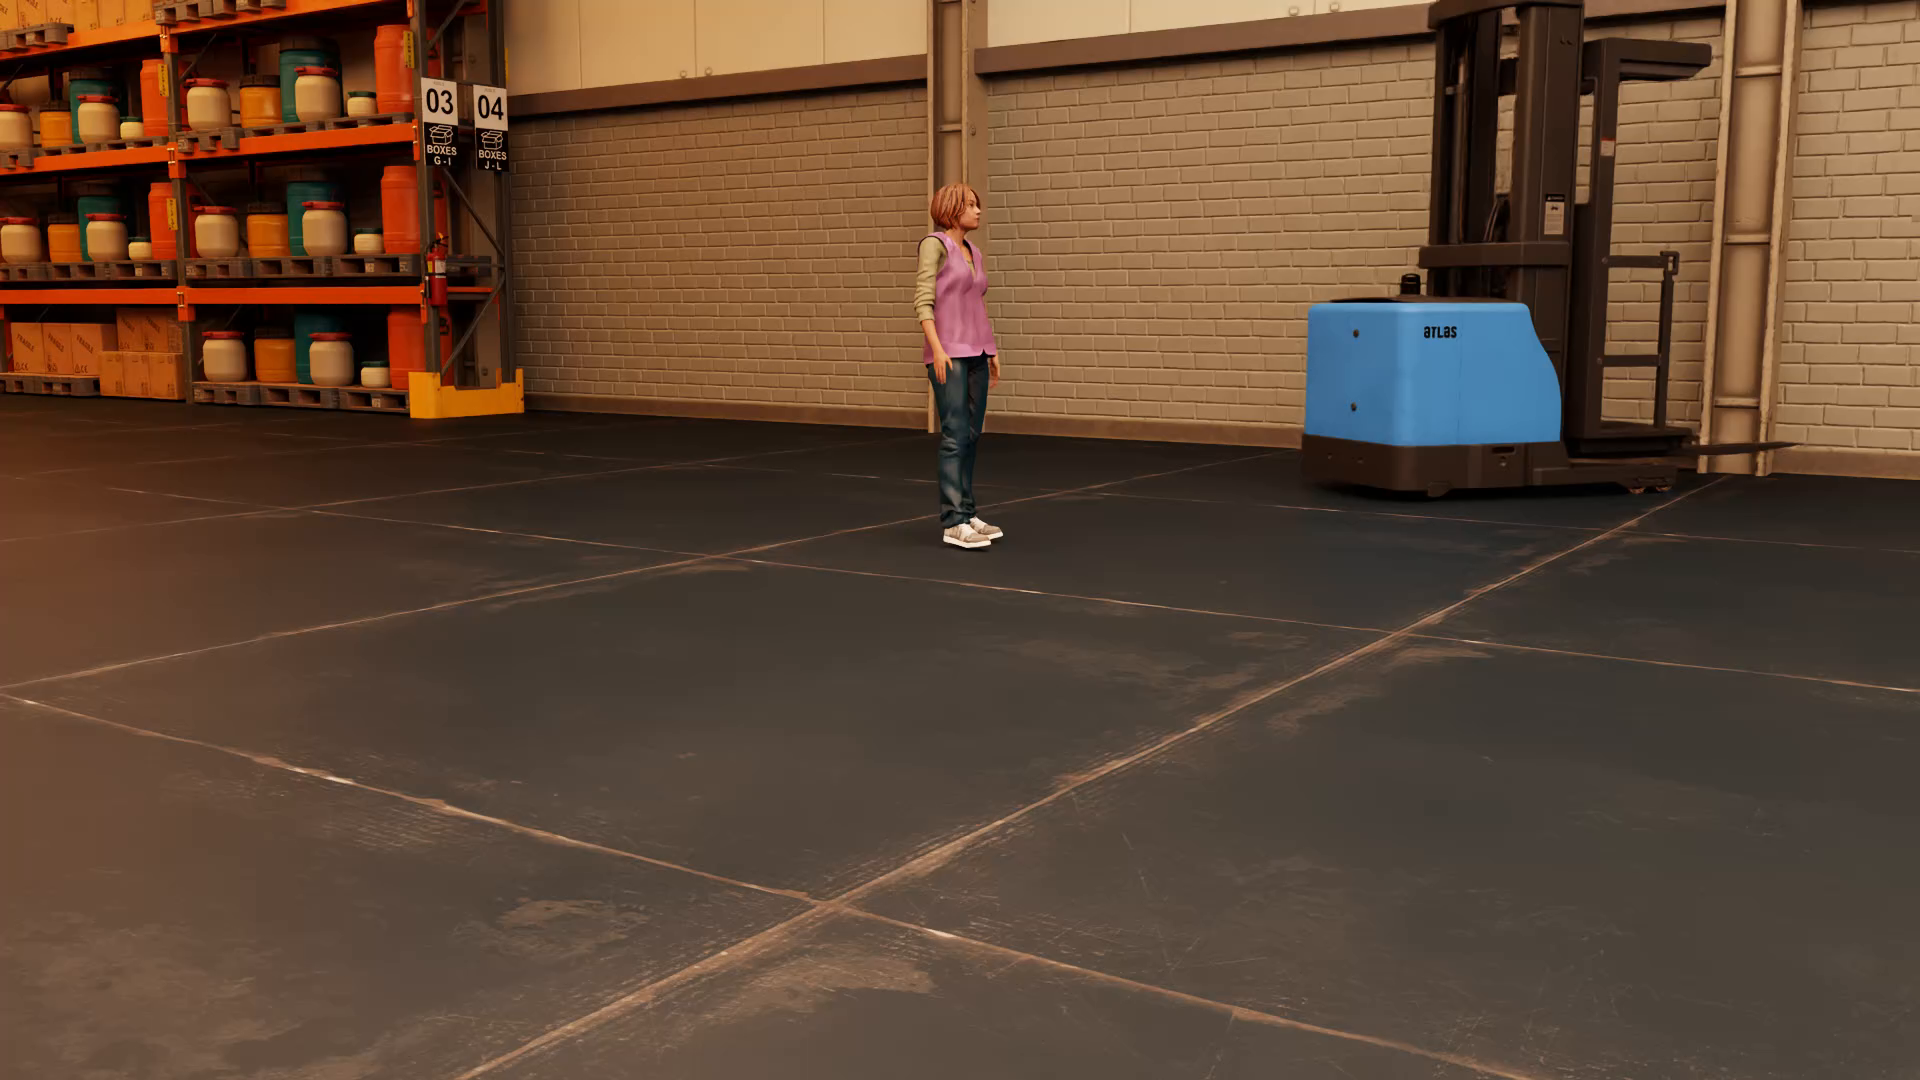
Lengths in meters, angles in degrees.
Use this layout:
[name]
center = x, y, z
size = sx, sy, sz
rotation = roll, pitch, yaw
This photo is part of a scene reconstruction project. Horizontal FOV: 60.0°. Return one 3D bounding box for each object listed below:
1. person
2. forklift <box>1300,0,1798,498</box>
[person]
center = 0.053, -0.791, 7.438
size = 0.476, 1.597, 0.520
rotation = 5, 10, 34
[forklift]
center = 3.582, -1.783, 9.735
size = 3.031, 2.935, 1.130
rotation = -3, 9, -21
